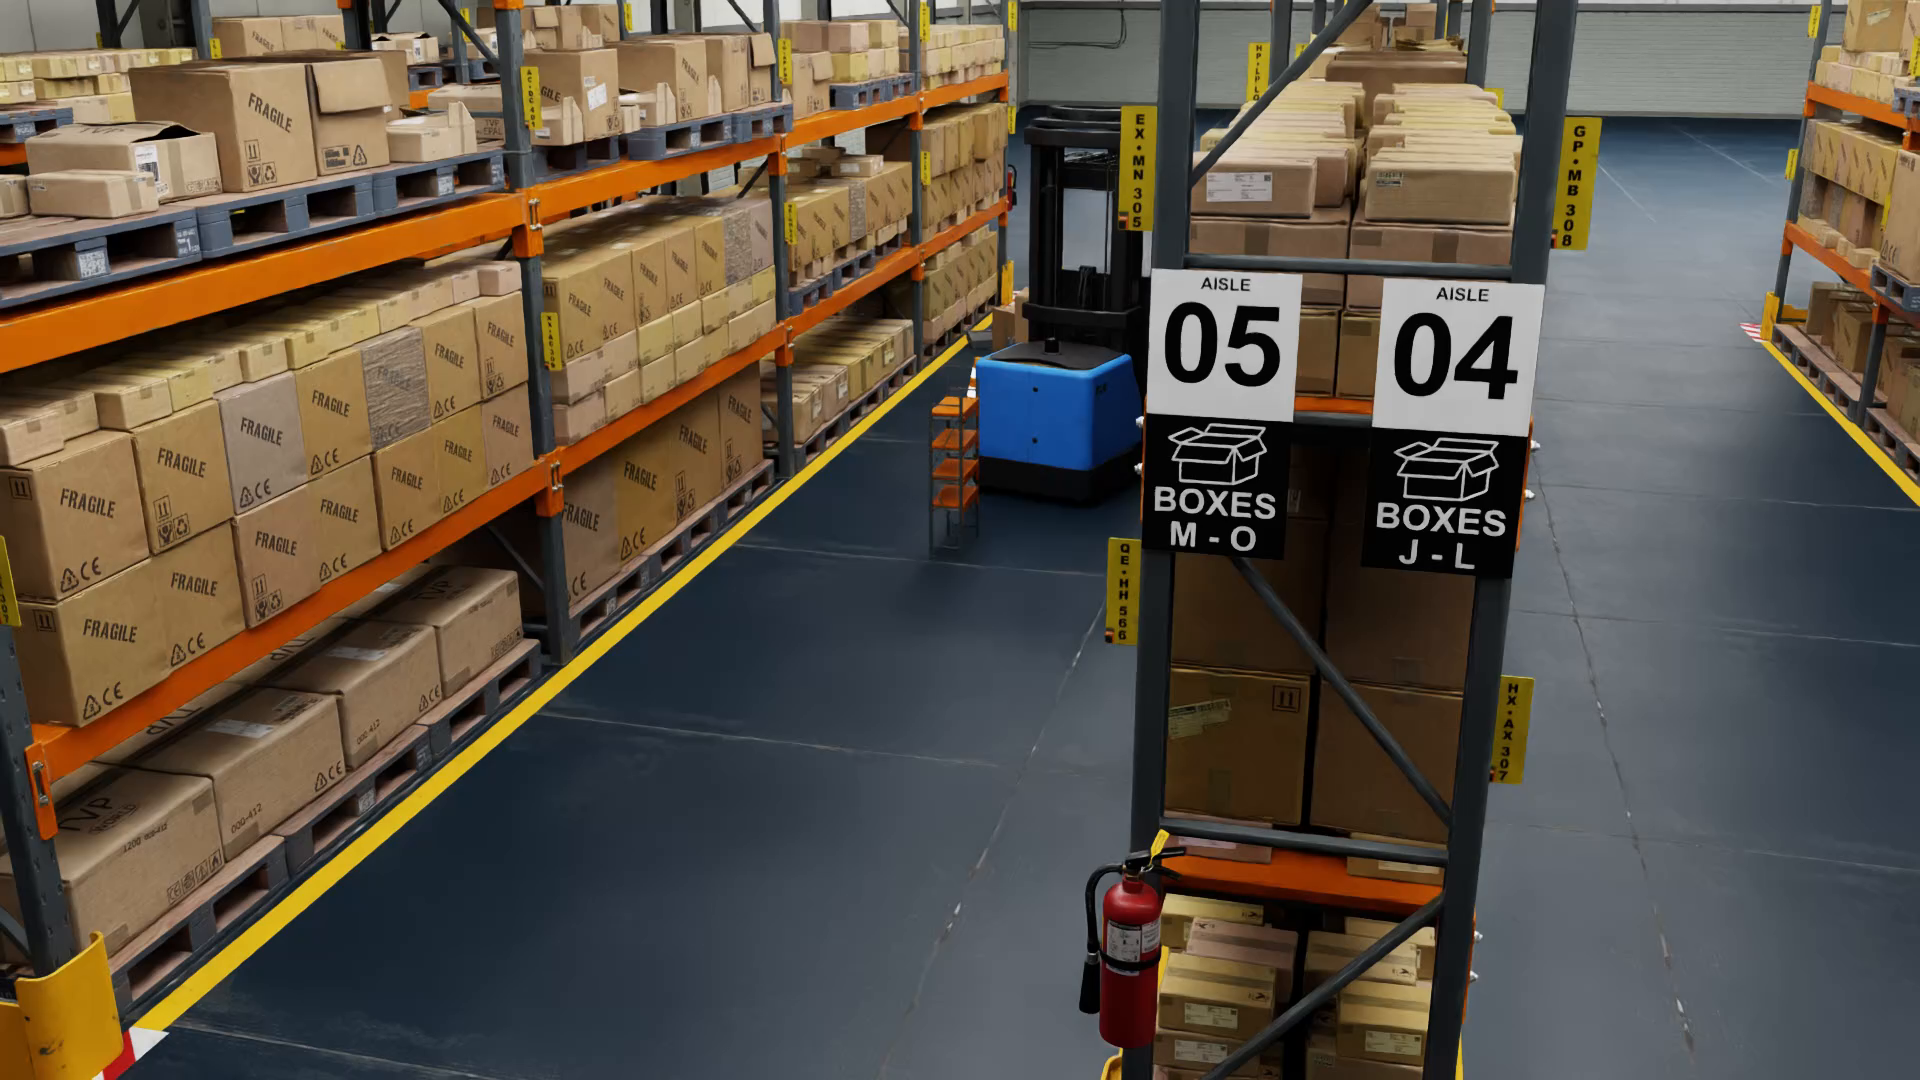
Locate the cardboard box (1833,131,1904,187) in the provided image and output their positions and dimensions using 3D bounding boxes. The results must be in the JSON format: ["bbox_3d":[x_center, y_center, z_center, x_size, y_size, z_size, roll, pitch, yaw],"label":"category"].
[{"bbox_3d":[8.938,-3.733,16.313,0.500,0.500,0.500,5,19,13],"label":"cardboard box"}]

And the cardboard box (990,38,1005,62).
[{"bbox_3d":[0.230,-5.783,19.608,0.500,0.250,0.500,4,19,13],"label":"cardboard box"}]

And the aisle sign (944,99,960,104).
[{"bbox_3d":[-0.192,-5.749,20.357,0.394,0.787,0.004,5,19,13],"label":"aisle sign"}]

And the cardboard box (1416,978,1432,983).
[{"bbox_3d":[1.655,1.672,6.412,0.380,0.149,0.250,5,19,14],"label":"cardboard box"}]

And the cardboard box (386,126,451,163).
[{"bbox_3d":[-2.749,-1.952,8.206,0.380,0.149,0.250,5,20,15],"label":"cardboard box"}]

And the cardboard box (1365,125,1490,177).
[{"bbox_3d":[1.546,-1.281,5.499,0.380,0.149,0.250,5,20,15],"label":"cardboard box"}]

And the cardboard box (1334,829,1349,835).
[{"bbox_3d":[1.428,0.859,5.420,0.380,0.149,0.250,5,20,15],"label":"cardboard box"}]

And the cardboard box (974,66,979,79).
[{"bbox_3d":[0.009,-5.325,18.884,0.380,0.149,0.250,5,19,13],"label":"cardboard box"}]

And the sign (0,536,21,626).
[{"bbox_3d":[-3.279,0.138,5.680,0.100,0.325,0.005,5,19,13],"label":"sign"}]

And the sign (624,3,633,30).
[{"bbox_3d":[-4.198,-6.620,21.040,0.100,0.325,0.005,5,19,13],"label":"sign"}]

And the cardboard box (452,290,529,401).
[{"bbox_3d":[-2.686,-1.065,8.962,0.500,0.500,0.500,4,19,13],"label":"cardboard box"}]

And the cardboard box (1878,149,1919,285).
[{"bbox_3d":[8.396,-2.683,13.825,1.000,1.000,1.000,5,19,14],"label":"cardboard box"}]

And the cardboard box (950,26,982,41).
[{"bbox_3d":[0.040,-5.789,19.010,0.380,0.149,0.250,5,19,14],"label":"cardboard box"}]

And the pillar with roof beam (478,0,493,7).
[{"bbox_3d":[-1.590,-7.218,19.397,9.100,9.000,0.400,5,19,13],"label":"pillar with roof beam"}]

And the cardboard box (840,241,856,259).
[{"bbox_3d":[-1.160,-2.637,15.007,0.380,0.149,0.250,5,20,15],"label":"cardboard box"}]

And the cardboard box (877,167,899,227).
[{"bbox_3d":[-0.894,-3.290,15.914,0.500,0.500,0.500,5,19,14],"label":"cardboard box"}]

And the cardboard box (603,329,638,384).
[{"bbox_3d":[-2.357,-1.161,10.404,0.500,0.250,0.500,5,19,14],"label":"cardboard box"}]

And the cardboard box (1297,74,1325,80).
[{"bbox_3d":[2.451,-2.760,10.832,0.500,0.500,0.500,5,19,13],"label":"cardboard box"}]

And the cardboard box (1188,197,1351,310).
[{"bbox_3d":[0.875,-0.850,4.855,0.500,0.250,0.500,4,19,12],"label":"cardboard box"}]

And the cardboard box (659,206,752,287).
[{"bbox_3d":[-1.851,-2.144,12.122,0.500,0.500,0.500,5,19,14],"label":"cardboard box"}]

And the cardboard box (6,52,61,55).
[{"bbox_3d":[-7.202,-3.700,12.895,0.380,0.149,0.250,5,20,15],"label":"cardboard box"}]

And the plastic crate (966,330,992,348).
[{"bbox_3d":[0.295,-2.267,18.701,0.402,0.080,0.583,-2,19,-6],"label":"plastic crate"}]

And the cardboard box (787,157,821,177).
[{"bbox_3d":[-1.507,-3.447,15.371,0.380,0.149,0.250,6,20,16],"label":"cardboard box"}]

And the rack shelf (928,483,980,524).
[{"bbox_3d":[-0.040,-0.264,11.928,0.258,0.148,0.480,5,19,13],"label":"rack shelf"}]

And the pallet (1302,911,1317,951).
[{"bbox_3d":[1.560,1.562,7.288,1.003,0.211,1.213,5,19,13],"label":"pallet"}]

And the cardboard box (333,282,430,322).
[{"bbox_3d":[-2.890,-1.187,8.318,0.380,0.149,0.250,4,19,13],"label":"cardboard box"}]

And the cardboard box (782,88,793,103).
[{"bbox_3d":[-1.557,-3.489,13.328,0.396,0.266,0.258,5,19,13],"label":"cardboard box"}]

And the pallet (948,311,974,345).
[{"bbox_3d":[-0.458,-2.499,19.176,1.003,0.211,1.213,5,19,13],"label":"pallet"}]

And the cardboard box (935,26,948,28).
[{"bbox_3d":[-0.358,-5.904,19.347,0.380,0.149,0.250,5,19,13],"label":"cardboard box"}]

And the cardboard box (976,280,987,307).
[{"bbox_3d":[0.023,-2.936,19.748,0.500,0.250,0.500,5,19,14],"label":"cardboard box"}]

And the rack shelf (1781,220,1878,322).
[{"bbox_3d":[9.214,-2.725,16.638,1.077,0.370,4.000,5,19,13],"label":"rack shelf"}]

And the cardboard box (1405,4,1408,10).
[{"bbox_3d":[4.978,-5.668,17.850,0.380,0.149,0.250,5,19,14],"label":"cardboard box"}]

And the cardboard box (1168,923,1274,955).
[{"bbox_3d":[0.986,1.558,6.287,0.380,0.149,0.250,4,19,11],"label":"cardboard box"}]

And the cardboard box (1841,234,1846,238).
[{"bbox_3d":[9.009,-2.952,16.577,0.380,0.149,0.250,5,19,13],"label":"cardboard box"}]

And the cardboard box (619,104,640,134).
[{"bbox_3d":[-2.190,-2.591,10.202,0.380,0.166,0.250,3,19,10],"label":"cardboard box"}]

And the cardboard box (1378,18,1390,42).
[{"bbox_3d":[4.428,-5.561,18.155,0.500,0.250,0.500,4,19,13],"label":"cardboard box"}]

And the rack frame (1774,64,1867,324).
[{"bbox_3d":[9.703,-3.692,18.357,1.000,3.000,0.127,5,19,13],"label":"rack frame"}]

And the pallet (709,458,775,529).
[{"bbox_3d":[-2.127,-0.407,13.052,1.003,0.211,1.213,5,19,13],"label":"pallet"}]

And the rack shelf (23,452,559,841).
[{"bbox_3d":[-3.327,0.253,7.918,1.077,0.370,4.000,5,19,13],"label":"rack shelf"}]

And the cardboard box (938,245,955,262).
[{"bbox_3d":[-0.265,-3.140,18.180,0.380,0.149,0.250,5,20,15],"label":"cardboard box"}]

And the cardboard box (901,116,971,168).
[{"bbox_3d":[-0.271,-4.317,18.024,0.700,0.500,0.500,4,19,12],"label":"cardboard box"}]

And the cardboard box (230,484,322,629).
[{"bbox_3d":[-3.182,0.046,7.258,0.500,0.500,0.500,5,19,13],"label":"cardboard box"}]

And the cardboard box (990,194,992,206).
[{"bbox_3d":[0.172,-4.055,19.808,0.380,0.149,0.250,4,19,12],"label":"cardboard box"}]

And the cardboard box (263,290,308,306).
[{"bbox_3d":[-3.449,-1.144,8.191,0.380,0.149,0.250,4,19,12],"label":"cardboard box"}]

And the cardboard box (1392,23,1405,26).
[{"bbox_3d":[4.454,-4.887,16.181,0.500,0.250,0.500,4,19,13],"label":"cardboard box"}]

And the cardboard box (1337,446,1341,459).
[{"bbox_3d":[1.122,-0.248,6.110,0.500,0.500,0.500,6,20,16],"label":"cardboard box"}]

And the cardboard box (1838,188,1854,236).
[{"bbox_3d":[9.239,-3.235,16.403,0.875,0.500,0.500,5,19,13],"label":"cardboard box"}]

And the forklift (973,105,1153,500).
[{"bbox_3d":[1.260,-2.123,13.867,1.130,2.935,3.031,10,21,27],"label":"forklift"}]

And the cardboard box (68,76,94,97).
[{"bbox_3d":[-6.827,-3.450,12.622,0.380,0.149,0.250,5,19,14],"label":"cardboard box"}]

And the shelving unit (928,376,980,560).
[{"bbox_3d":[-0.040,-0.516,11.842,0.258,1.200,0.503,5,19,13],"label":"shelving unit"}]

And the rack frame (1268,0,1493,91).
[{"bbox_3d":[1.986,-3.194,7.616,1.000,3.000,0.127,5,19,13],"label":"rack frame"}]

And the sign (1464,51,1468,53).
[{"bbox_3d":[3.489,-3.229,11.560,0.100,0.325,0.005,5,19,13],"label":"sign"}]

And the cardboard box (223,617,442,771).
[{"bbox_3d":[-3.314,0.769,8.610,0.875,0.438,0.875,4,19,12],"label":"cardboard box"}]

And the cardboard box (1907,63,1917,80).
[{"bbox_3d":[8.525,-4.101,14.527,0.380,0.149,0.250,5,20,15],"label":"cardboard box"}]

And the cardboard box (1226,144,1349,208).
[{"bbox_3d":[0.940,-1.073,4.890,0.380,0.149,0.250,5,19,14],"label":"cardboard box"}]

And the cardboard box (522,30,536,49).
[{"bbox_3d":[-5.041,-5.655,18.867,0.396,0.266,0.258,4,19,12],"label":"cardboard box"}]

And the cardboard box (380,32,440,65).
[{"bbox_3d":[-5.639,-4.989,16.847,0.500,0.311,0.500,4,19,12],"label":"cardboard box"}]
